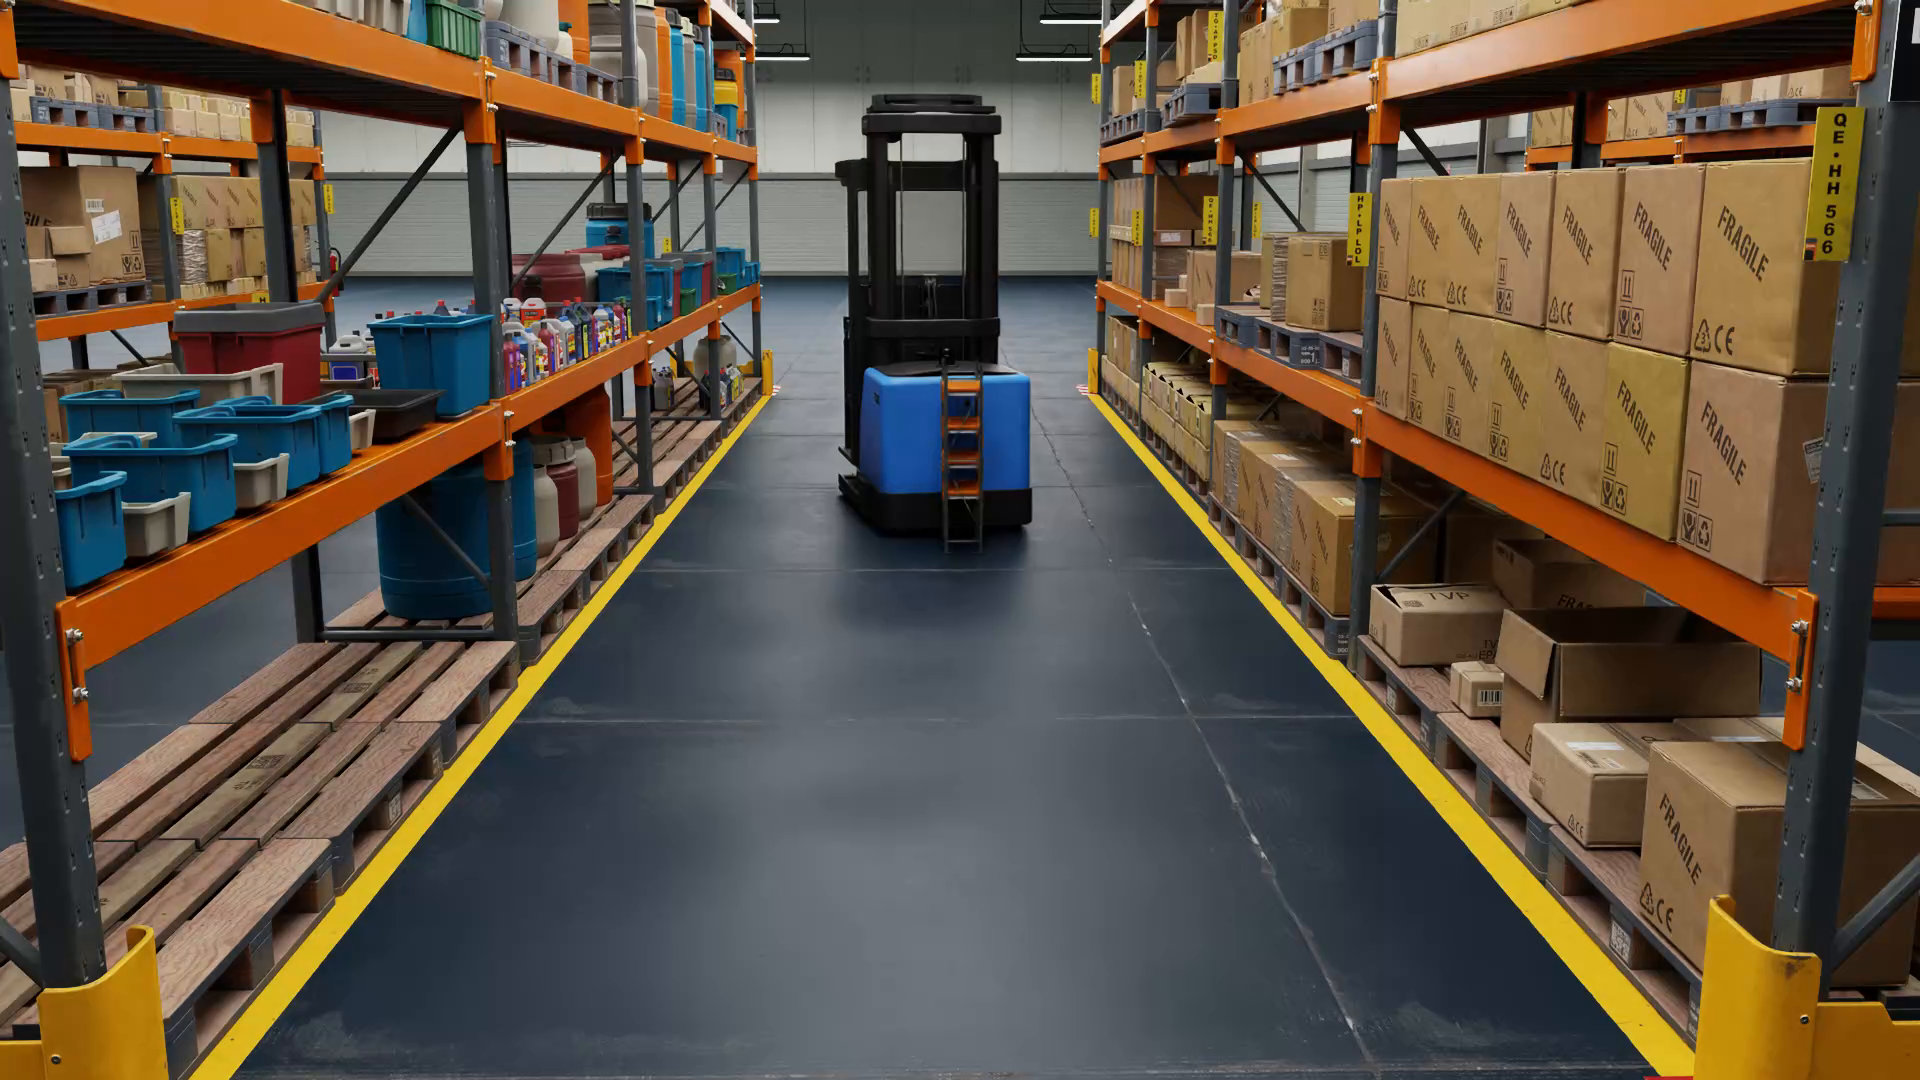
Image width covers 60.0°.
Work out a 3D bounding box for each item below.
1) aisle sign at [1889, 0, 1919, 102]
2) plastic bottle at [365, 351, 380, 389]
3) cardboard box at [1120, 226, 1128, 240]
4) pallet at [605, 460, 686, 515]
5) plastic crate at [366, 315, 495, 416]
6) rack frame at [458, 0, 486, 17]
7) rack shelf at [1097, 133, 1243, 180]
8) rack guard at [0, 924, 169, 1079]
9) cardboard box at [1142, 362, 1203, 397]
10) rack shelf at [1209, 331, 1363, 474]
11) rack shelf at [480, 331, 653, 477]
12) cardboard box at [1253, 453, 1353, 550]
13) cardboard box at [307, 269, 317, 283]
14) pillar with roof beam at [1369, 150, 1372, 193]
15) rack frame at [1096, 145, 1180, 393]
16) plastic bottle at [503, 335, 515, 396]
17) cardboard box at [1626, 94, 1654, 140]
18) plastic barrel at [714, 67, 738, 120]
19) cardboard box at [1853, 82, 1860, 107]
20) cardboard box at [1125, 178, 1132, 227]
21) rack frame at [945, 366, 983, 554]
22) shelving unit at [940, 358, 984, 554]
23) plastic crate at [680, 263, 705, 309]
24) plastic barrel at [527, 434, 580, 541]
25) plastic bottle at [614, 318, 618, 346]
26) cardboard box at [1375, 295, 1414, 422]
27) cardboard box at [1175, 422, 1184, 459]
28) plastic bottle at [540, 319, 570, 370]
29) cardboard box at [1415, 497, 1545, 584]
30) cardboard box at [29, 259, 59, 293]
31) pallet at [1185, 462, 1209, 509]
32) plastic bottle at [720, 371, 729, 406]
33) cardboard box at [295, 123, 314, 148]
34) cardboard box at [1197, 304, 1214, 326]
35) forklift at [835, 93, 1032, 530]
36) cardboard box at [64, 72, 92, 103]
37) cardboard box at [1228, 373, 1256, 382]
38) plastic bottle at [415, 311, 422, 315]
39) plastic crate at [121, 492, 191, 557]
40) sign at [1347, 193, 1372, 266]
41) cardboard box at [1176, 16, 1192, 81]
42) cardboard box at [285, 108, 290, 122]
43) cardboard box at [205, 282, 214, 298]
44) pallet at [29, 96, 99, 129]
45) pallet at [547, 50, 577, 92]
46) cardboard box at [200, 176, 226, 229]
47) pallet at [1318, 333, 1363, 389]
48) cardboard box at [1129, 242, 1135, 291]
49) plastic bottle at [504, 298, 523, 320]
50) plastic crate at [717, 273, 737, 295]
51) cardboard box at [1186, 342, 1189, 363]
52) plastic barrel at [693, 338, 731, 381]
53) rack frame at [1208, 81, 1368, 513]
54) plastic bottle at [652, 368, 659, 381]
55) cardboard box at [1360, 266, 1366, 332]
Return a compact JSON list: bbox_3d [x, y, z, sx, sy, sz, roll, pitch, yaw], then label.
[{"bbox_3d":[2.140,-1.304,3.403,0.394,0.787,0.004,0,11,-1],"label":"aisle sign"},{"bbox_3d":[-2.797,-0.804,7.978,0.097,0.201,0.097,0,11,0],"label":"plastic bottle"},{"bbox_3d":[1.930,-3.308,17.937,0.380,0.149,0.250,-1,11,-3],"label":"cardboard box"},{"bbox_3d":[-2.650,-0.403,12.514,1.003,0.211,1.213,0,11,-1],"label":"pallet"},{"bbox_3d":[-2.240,-0.750,7.103,0.392,0.384,0.575,0,11,-1],"label":"plastic crate"},{"bbox_3d":[-2.590,-3.760,6.961,1.000,3.000,0.127,0,11,-1],"label":"rack frame"},{"bbox_3d":[2.155,-3.945,17.226,1.077,0.370,4.000,0,11,-1],"label":"rack shelf"},{"bbox_3d":[-2.494,1.205,3.863,1.175,0.500,0.348,0,11,-1],"label":"rack guard"},{"bbox_3d":[1.956,-1.480,15.259,0.500,0.311,0.500,0,11,-1],"label":"cardboard box"},{"bbox_3d":[2.321,-0.885,9.685,1.077,0.370,4.000,0,11,-1],"label":"rack shelf"},{"bbox_3d":[-2.632,-0.865,9.589,1.077,0.370,4.000,0,11,-1],"label":"rack shelf"},{"bbox_3d":[2.041,-0.226,9.811,0.500,0.500,0.500,-1,11,-3],"label":"cardboard box"},{"bbox_3d":[-7.578,-3.006,18.965,0.380,0.149,0.250,0,11,-1],"label":"cardboard box"},{"bbox_3d":[3.394,-8.418,29.922,9.100,9.000,0.400,0,11,-1],"label":"pillar with roof beam"},{"bbox_3d":[2.114,-3.225,19.412,1.000,3.000,0.127,0,11,-1],"label":"rack frame"},{"bbox_3d":[-2.172,-0.838,7.937,0.061,0.283,0.133,0,11,-1],"label":"plastic bottle"},{"bbox_3d":[6.894,-4.180,16.272,0.500,0.500,0.500,-1,12,-6],"label":"cardboard box"},{"bbox_3d":[-2.688,-4.748,17.842,0.600,0.588,0.600,0,11,0],"label":"plastic barrel"},{"bbox_3d":[7.298,-3.445,12.639,0.797,0.503,0.637,1,12,7],"label":"cardboard box"},{"bbox_3d":[2.139,-3.602,17.754,0.700,0.500,0.500,0,11,-1],"label":"cardboard box"},{"bbox_3d":[0.023,-0.501,10.510,0.240,1.200,0.015,-1,11,-3],"label":"rack frame"},{"bbox_3d":[0.011,-0.549,10.749,0.258,1.200,0.503,-1,11,-3],"label":"shelving unit"},{"bbox_3d":[-2.422,-2.185,14.323,0.392,0.384,0.575,0,11,-1],"label":"plastic crate"},{"bbox_3d":[-2.623,-0.318,10.089,0.600,0.588,0.708,0,11,-1],"label":"plastic barrel"},{"bbox_3d":[-2.247,-1.351,10.674,0.097,0.201,0.097,0,11,0],"label":"plastic bottle"},{"bbox_3d":[2.100,-0.786,7.139,0.500,0.500,0.500,0,11,0],"label":"cardboard box"},{"bbox_3d":[2.003,-0.799,13.313,0.500,0.250,0.500,0,11,0],"label":"cardboard box"},{"bbox_3d":[-2.243,-1.083,9.166,0.152,0.276,0.135,0,11,-1],"label":"plastic bottle"},{"bbox_3d":[2.596,0.073,8.338,0.500,0.500,0.500,-1,11,-4],"label":"cardboard box"},{"bbox_3d":[-7.430,-2.061,12.996,0.500,0.250,0.500,-1,11,-3],"label":"cardboard box"},{"bbox_3d":[2.301,-0.432,12.658,1.003,0.211,1.213,0,11,-1],"label":"pallet"},{"bbox_3d":[-2.358,-1.490,16.415,0.144,0.351,0.185,0,11,0],"label":"plastic bottle"},{"bbox_3d":[-7.526,-4.487,18.464,0.500,0.250,0.500,0,11,0],"label":"cardboard box"},{"bbox_3d":[1.984,-1.689,12.474,0.380,0.149,0.250,0,11,-1],"label":"cardboard box"},{"bbox_3d":[-0.315,-1.748,12.304,1.130,2.935,3.031,-2,12,-12],"label":"forklift"},{"bbox_3d":[-7.588,-3.814,14.050,0.396,0.266,0.258,0,11,1],"label":"cardboard box"},{"bbox_3d":[2.517,-1.281,14.279,0.500,0.311,0.500,0,11,-1],"label":"cardboard box"},{"bbox_3d":[-2.796,-1.015,8.640,0.144,0.351,0.185,0,11,-1],"label":"plastic bottle"},{"bbox_3d":[-2.108,-0.040,4.223,0.250,0.136,0.298,0,11,-1],"label":"plastic crate"},{"bbox_3d":[1.807,-1.404,7.524,0.100,0.325,0.005,0,11,-1],"label":"sign"},{"bbox_3d":[2.170,-4.277,14.488,0.500,0.500,0.500,0,11,0],"label":"cardboard box"},{"bbox_3d":[-7.440,-4.567,17.858,0.380,0.149,0.250,0,11,-1],"label":"cardboard box"},{"bbox_3d":[-7.436,-2.410,16.027,0.380,0.149,0.250,0,11,-1],"label":"cardboard box"},{"bbox_3d":[-7.777,-3.439,13.393,1.213,0.211,1.003,0,11,-1],"label":"pallet"},{"bbox_3d":[-2.731,-2.579,9.155,1.003,0.211,1.213,0,11,-1],"label":"pallet"},{"bbox_3d":[-7.475,-3.265,16.093,0.500,0.500,0.500,0,11,-1],"label":"cardboard box"},{"bbox_3d":[2.455,-0.905,8.458,1.003,0.211,1.213,0,11,-1],"label":"pallet"},{"bbox_3d":[2.146,-2.874,17.428,0.700,0.500,0.500,0,11,1],"label":"cardboard box"},{"bbox_3d":[-2.987,-1.467,11.059,0.152,0.276,0.135,0,11,-1],"label":"plastic bottle"},{"bbox_3d":[-2.502,-2.578,16.753,0.450,0.188,0.662,0,11,-1],"label":"plastic crate"},{"bbox_3d":[2.482,-1.849,16.600,0.500,0.500,0.500,0,11,-1],"label":"cardboard box"},{"bbox_3d":[-2.738,-1.962,18.387,0.421,0.512,0.421,0,11,0],"label":"plastic barrel"},{"bbox_3d":[2.279,-1.635,11.573,1.000,3.000,0.127,0,11,-1],"label":"rack frame"},{"bbox_3d":[-3.068,-1.557,16.745,0.144,0.351,0.185,0,11,-2],"label":"plastic bottle"},{"bbox_3d":[2.498,-1.326,8.744,0.700,0.500,0.500,2,12,8],"label":"cardboard box"}]
